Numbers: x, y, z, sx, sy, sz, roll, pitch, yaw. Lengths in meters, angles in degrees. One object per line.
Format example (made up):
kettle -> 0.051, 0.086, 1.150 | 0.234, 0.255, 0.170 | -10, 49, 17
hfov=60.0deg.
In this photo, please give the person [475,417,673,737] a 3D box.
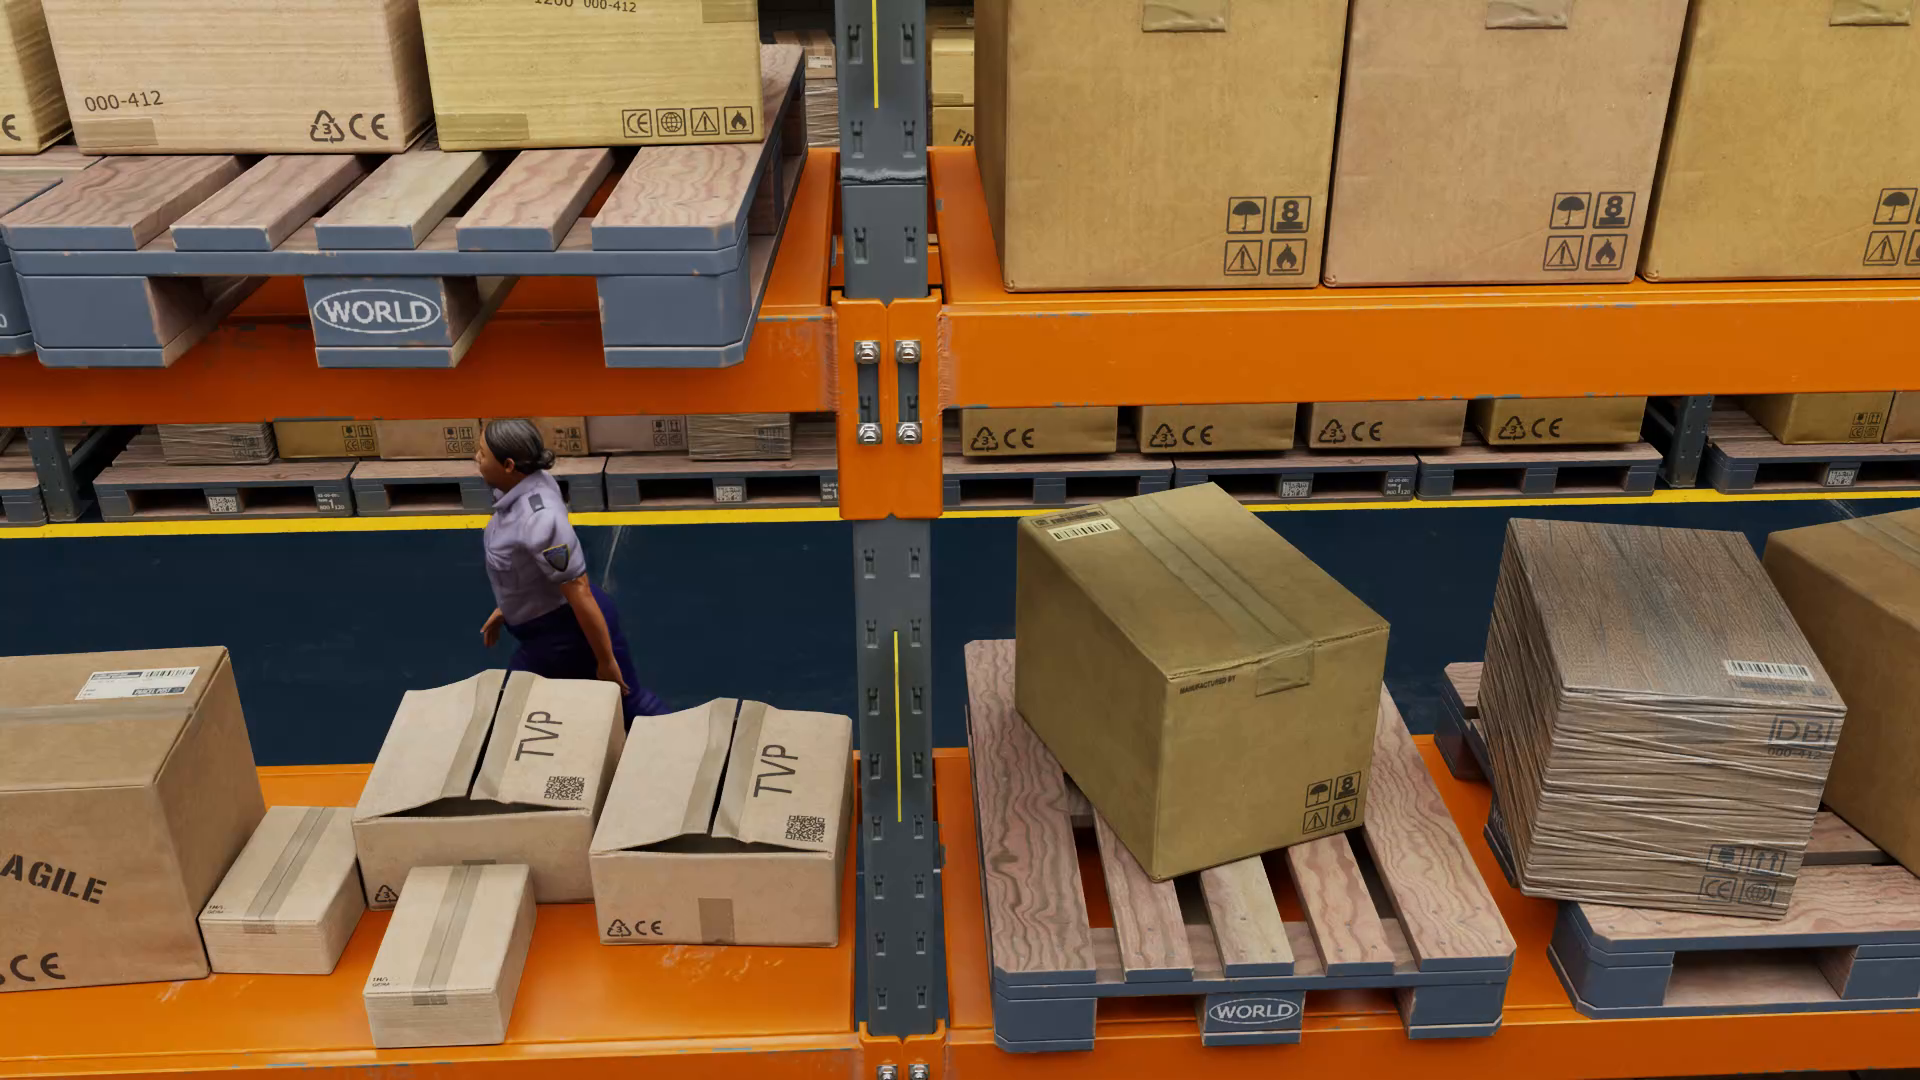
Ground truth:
person -> -1.382, 0.308, 5.559 | 1.051, 1.555, 0.512 | -4, 28, -8
